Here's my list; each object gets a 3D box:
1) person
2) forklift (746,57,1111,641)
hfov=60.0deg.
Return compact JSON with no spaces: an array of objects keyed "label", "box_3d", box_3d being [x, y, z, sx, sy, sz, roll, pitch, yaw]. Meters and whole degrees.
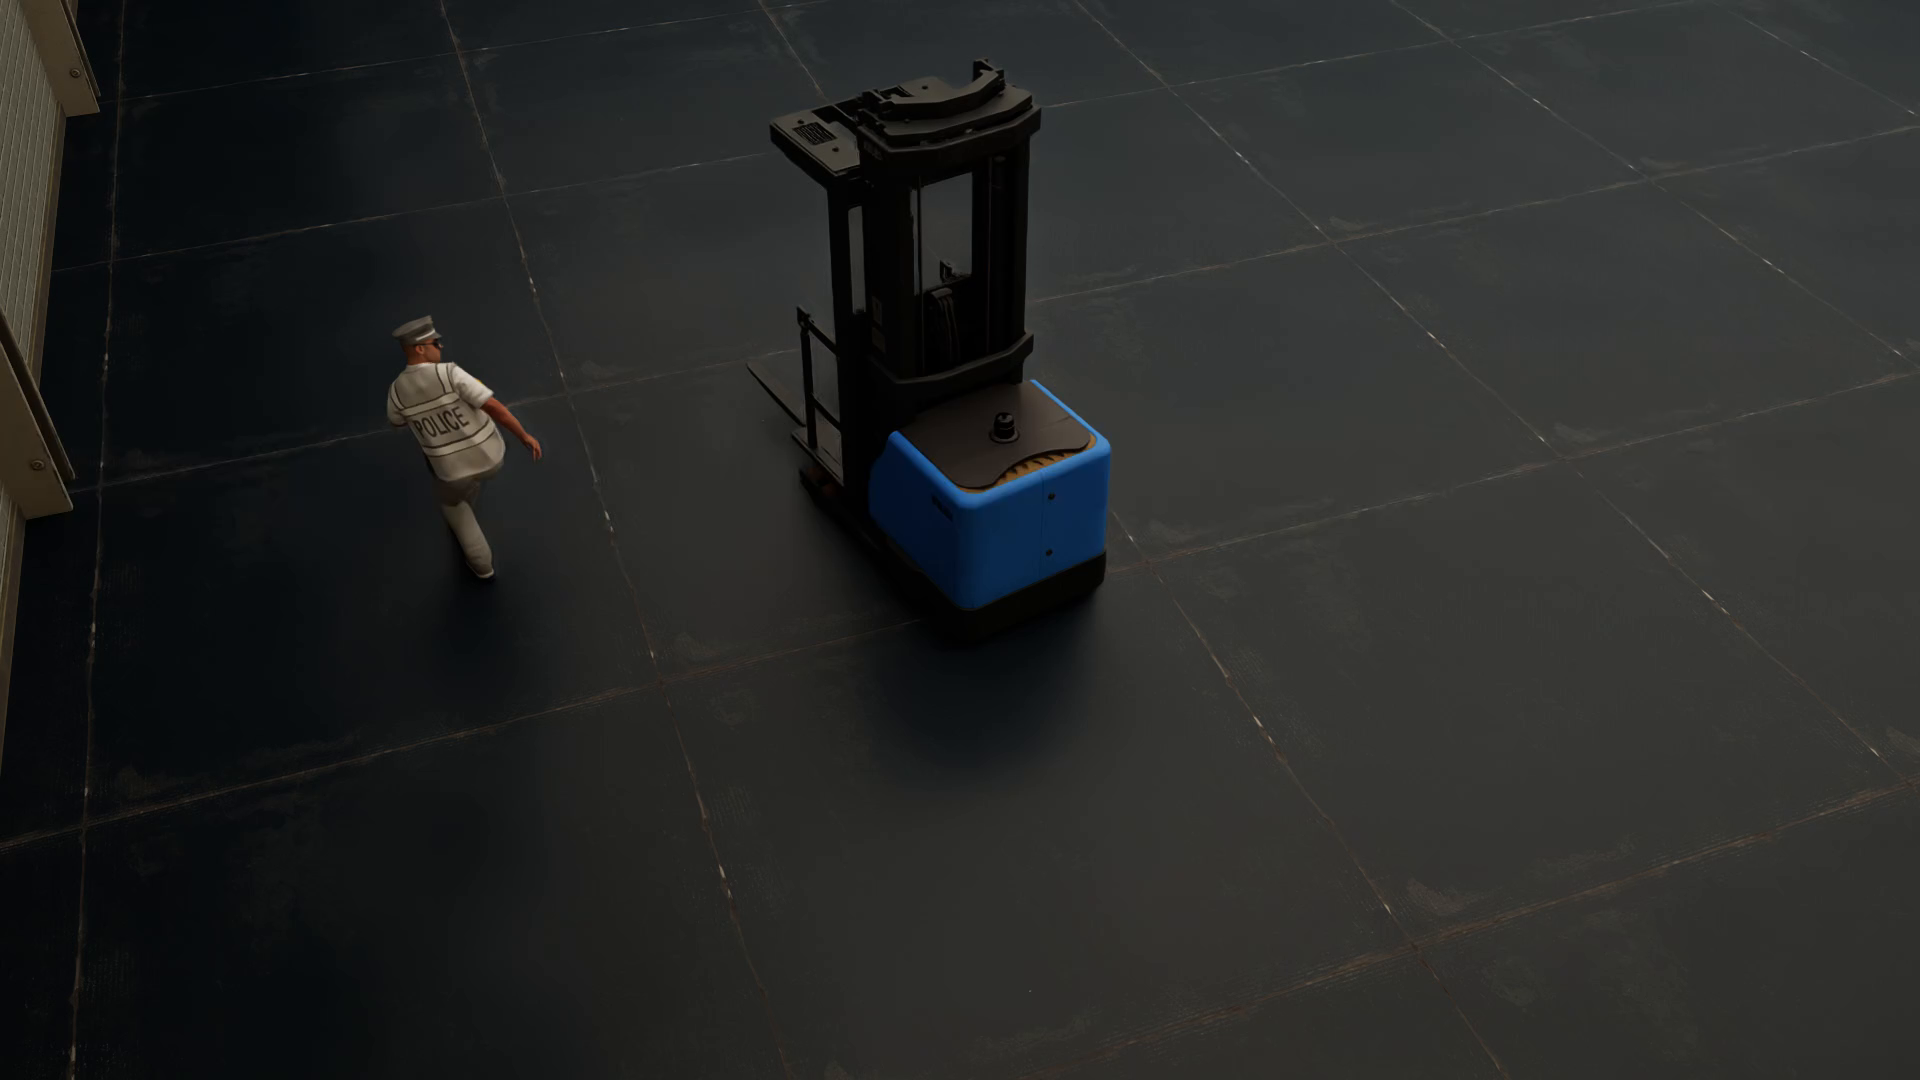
[{"label":"person","box_3d":[-2.906,-0.619,9.770,0.784,1.621,0.801,-13,42,-15]},{"label":"forklift","box_3d":[-0.362,-1.464,9.740,1.130,2.935,3.031,-23,45,-25]}]
